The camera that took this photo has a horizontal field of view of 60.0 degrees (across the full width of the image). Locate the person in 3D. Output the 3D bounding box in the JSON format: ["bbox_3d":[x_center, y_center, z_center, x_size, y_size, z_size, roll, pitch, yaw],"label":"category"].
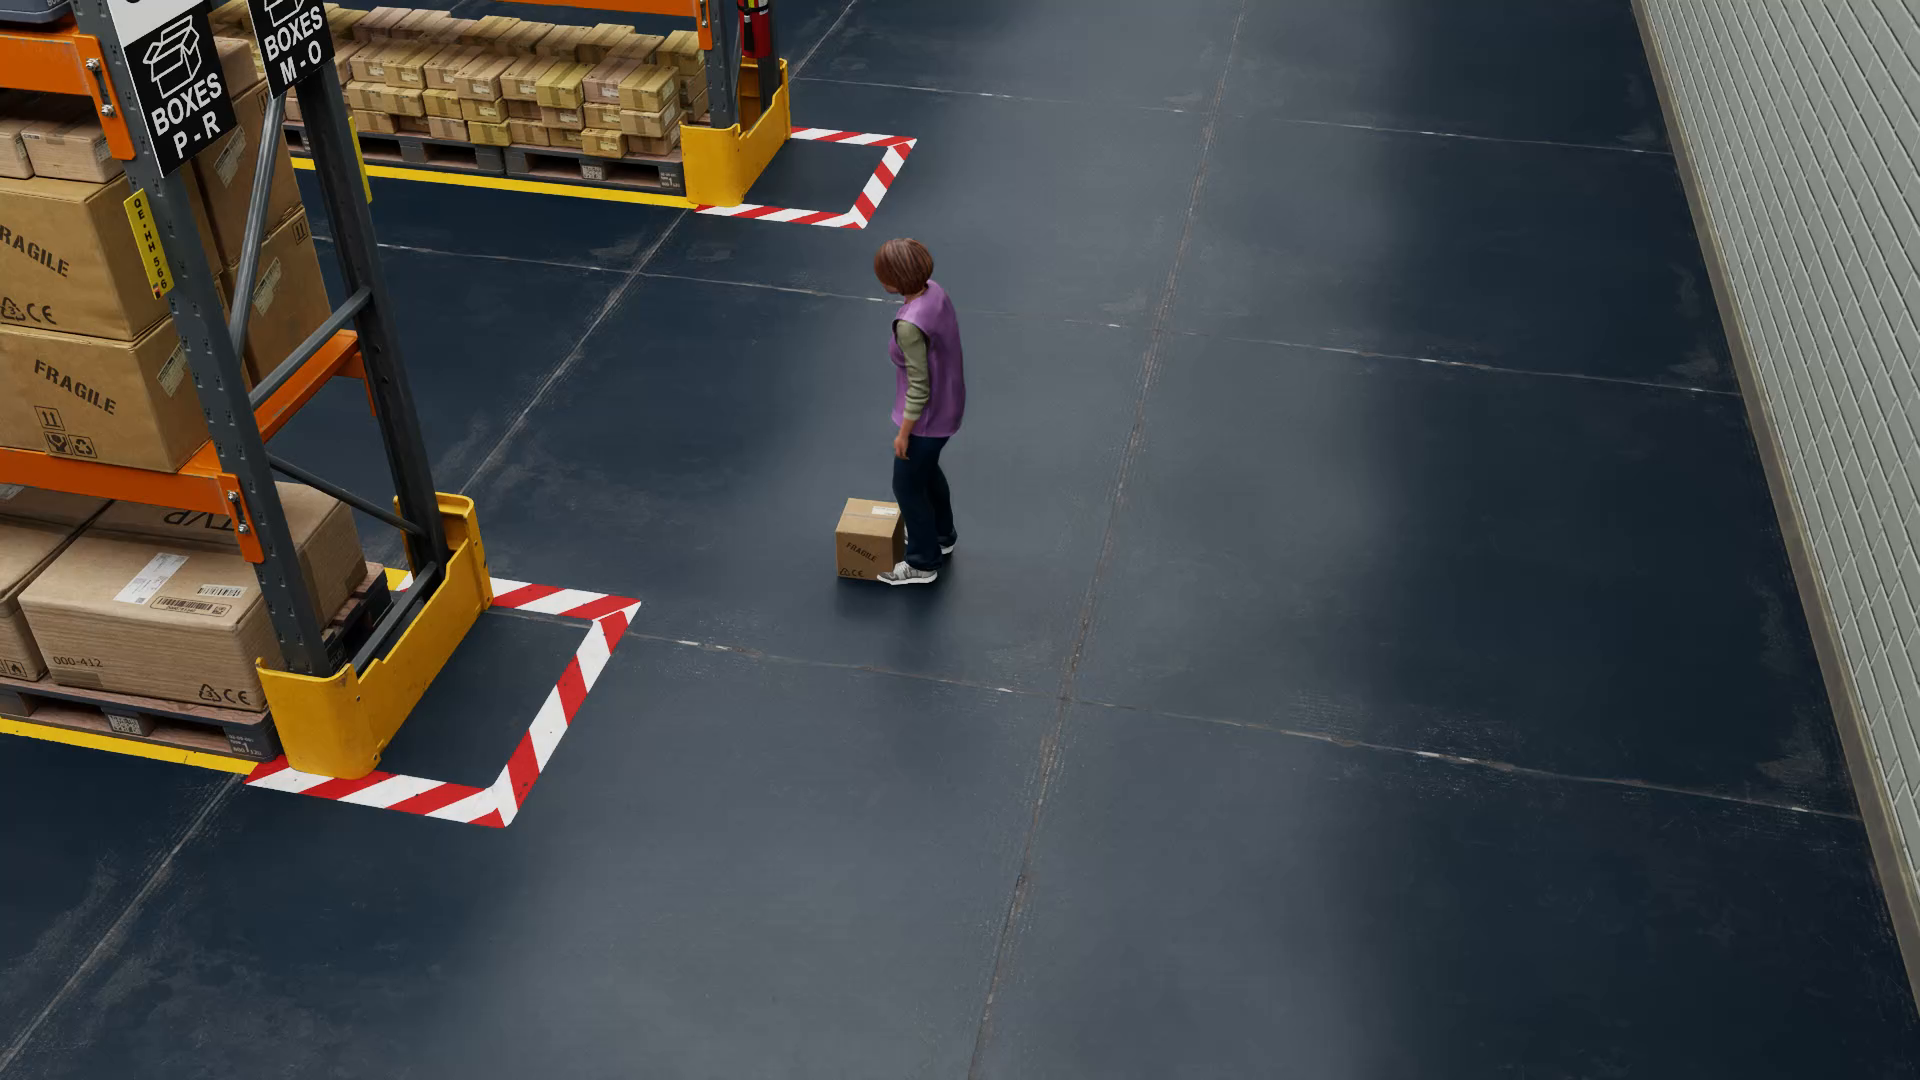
[{"bbox_3d":[-0.166,-0.508,6.840,0.367,1.581,0.460,8,38,10],"label":"person"}]
